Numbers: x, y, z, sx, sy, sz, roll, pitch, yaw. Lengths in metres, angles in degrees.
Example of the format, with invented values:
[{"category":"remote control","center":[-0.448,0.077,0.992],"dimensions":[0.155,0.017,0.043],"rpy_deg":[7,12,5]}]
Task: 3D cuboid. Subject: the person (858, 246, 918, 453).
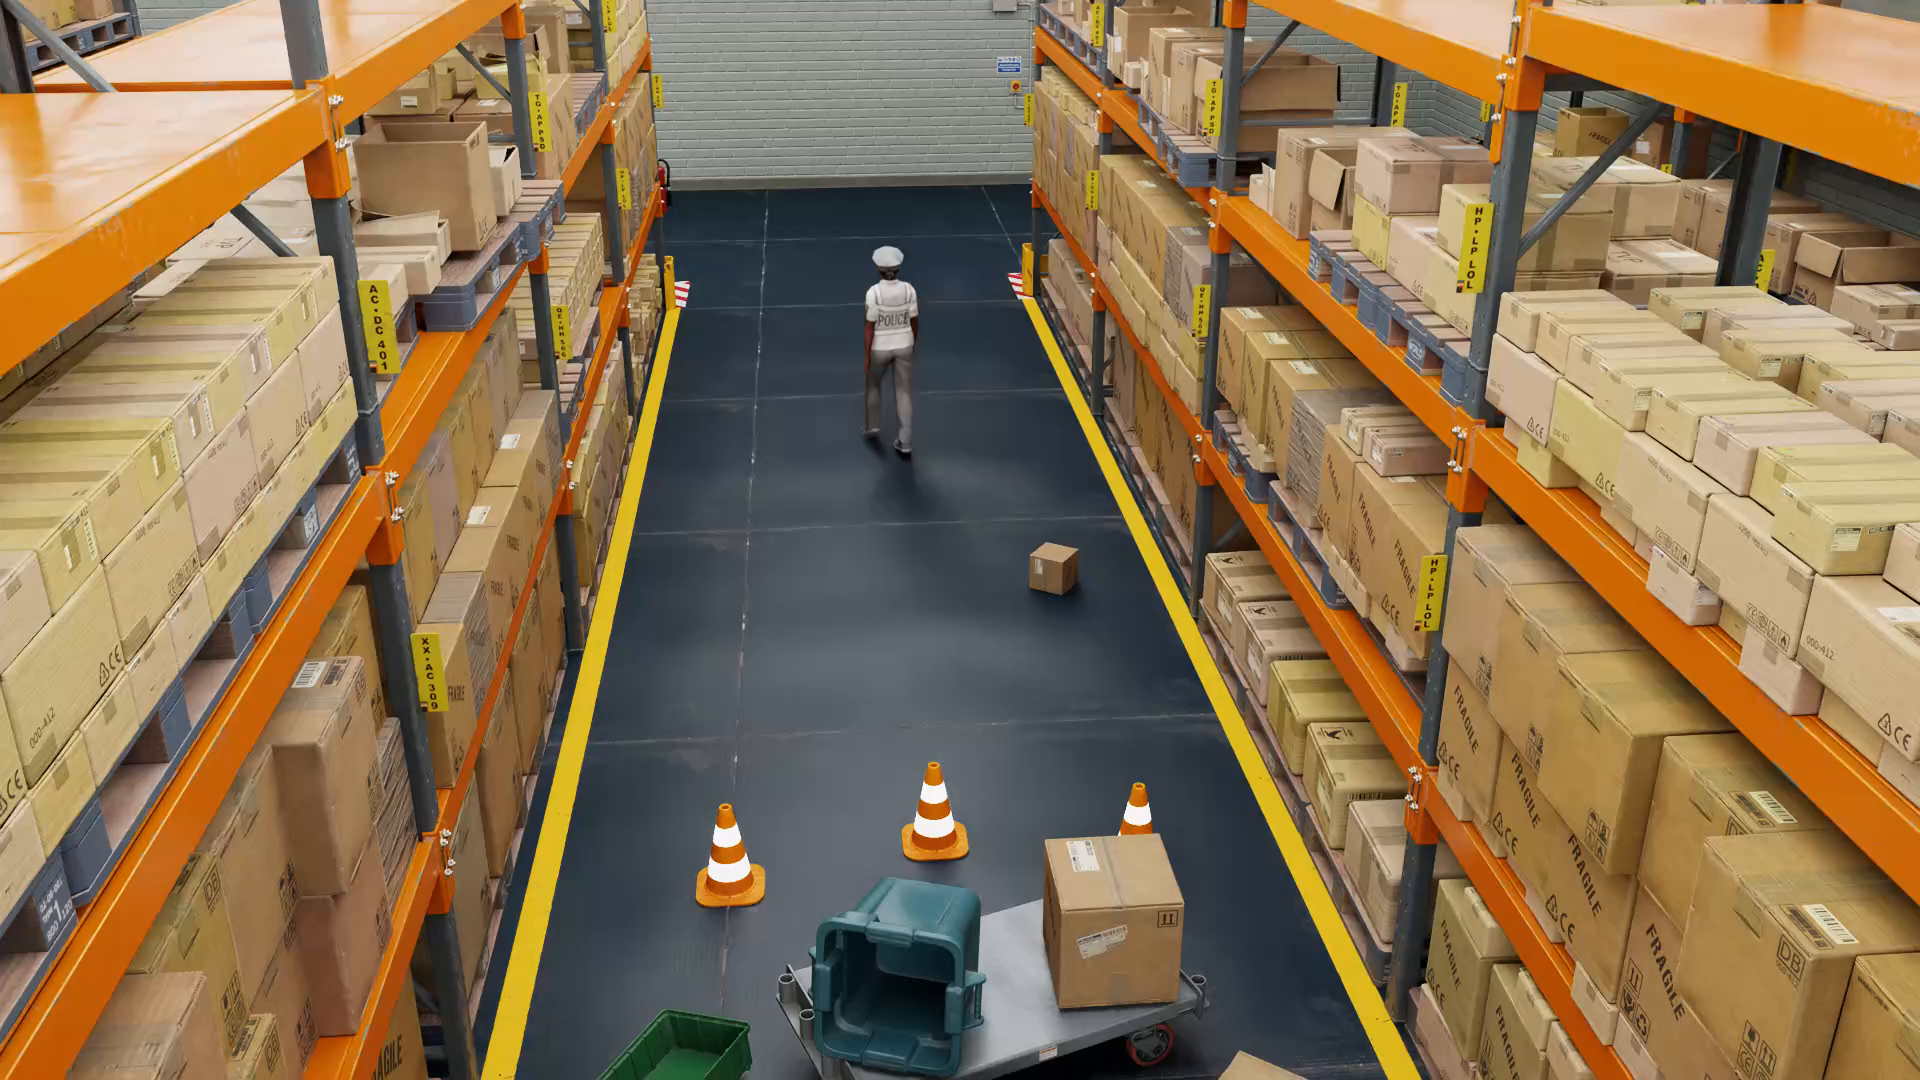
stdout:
[{"category":"person","center":[-0.584,-1.575,13.636],"dimensions":[0.484,1.705,0.798],"rpy_deg":[-6,25,-13]}]
